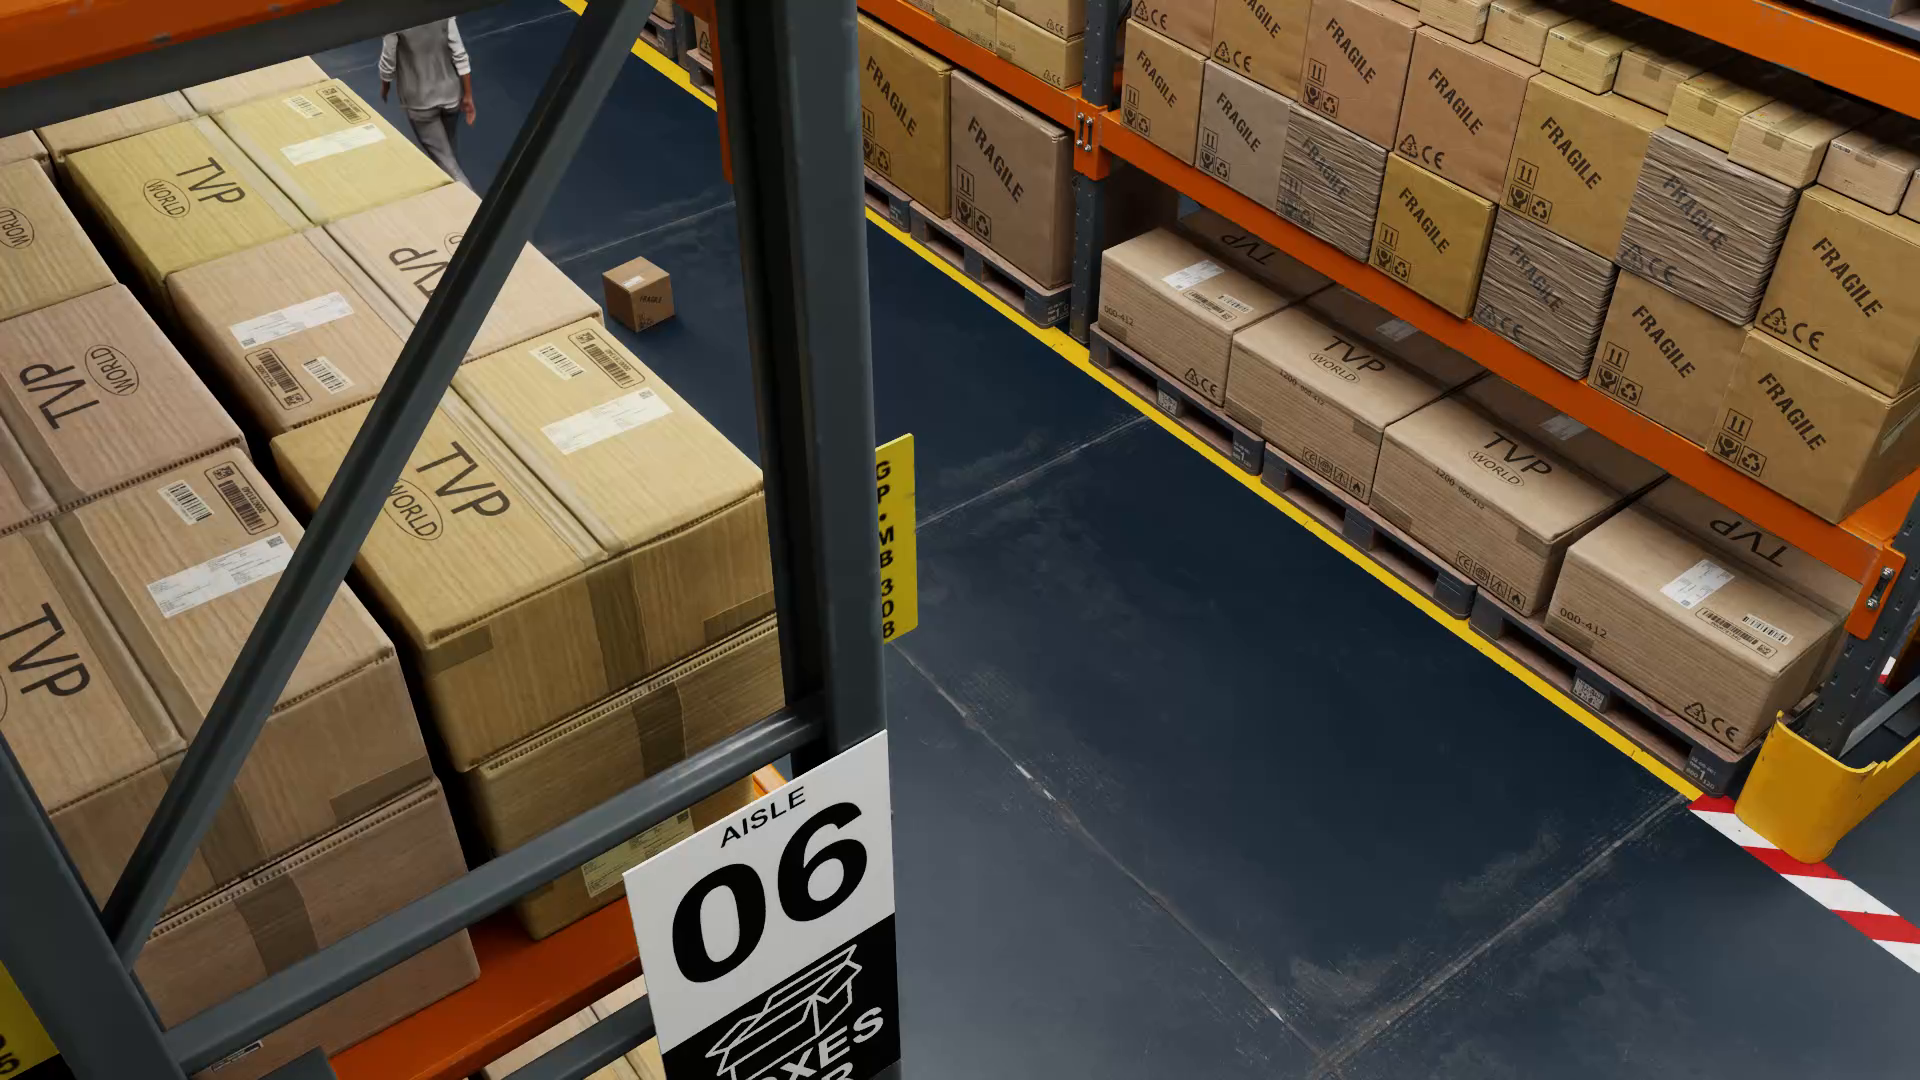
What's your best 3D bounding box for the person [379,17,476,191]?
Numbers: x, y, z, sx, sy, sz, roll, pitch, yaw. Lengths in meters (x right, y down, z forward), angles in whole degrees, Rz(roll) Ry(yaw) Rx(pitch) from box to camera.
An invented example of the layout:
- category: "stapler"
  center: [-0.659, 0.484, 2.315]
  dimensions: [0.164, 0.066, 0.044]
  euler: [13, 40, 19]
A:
- category: "person"
  center: [-2.863, -2.402, 8.931]
  dimensions: [0.422, 1.537, 0.963]
  euler: [-29, 49, -29]
